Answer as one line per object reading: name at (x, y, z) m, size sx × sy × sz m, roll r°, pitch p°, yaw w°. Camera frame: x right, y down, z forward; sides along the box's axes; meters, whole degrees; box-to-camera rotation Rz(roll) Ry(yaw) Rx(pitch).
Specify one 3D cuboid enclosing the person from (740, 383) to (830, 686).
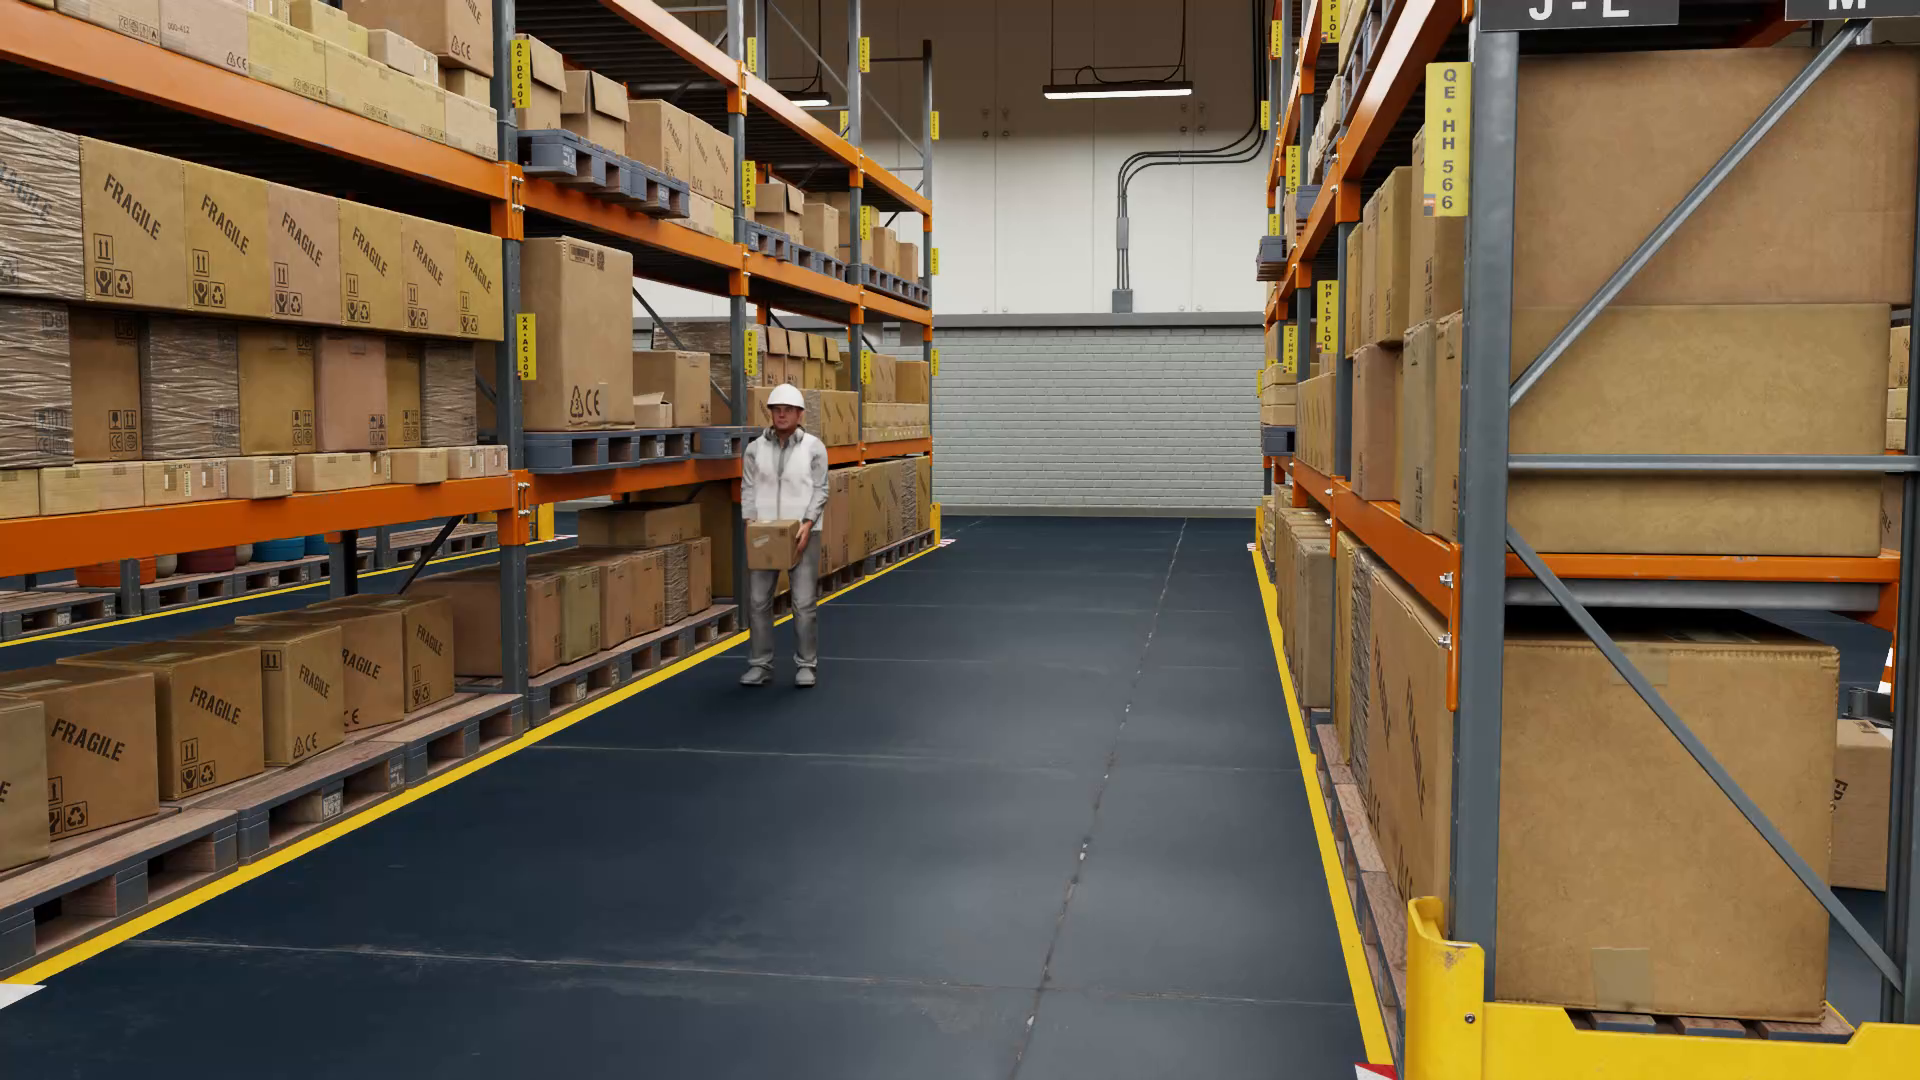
person at (-1.039, -0.032, 9.826) m, size 0.542 × 1.780 × 0.493 m, roll 1°, pitch 4°, yaw 8°
